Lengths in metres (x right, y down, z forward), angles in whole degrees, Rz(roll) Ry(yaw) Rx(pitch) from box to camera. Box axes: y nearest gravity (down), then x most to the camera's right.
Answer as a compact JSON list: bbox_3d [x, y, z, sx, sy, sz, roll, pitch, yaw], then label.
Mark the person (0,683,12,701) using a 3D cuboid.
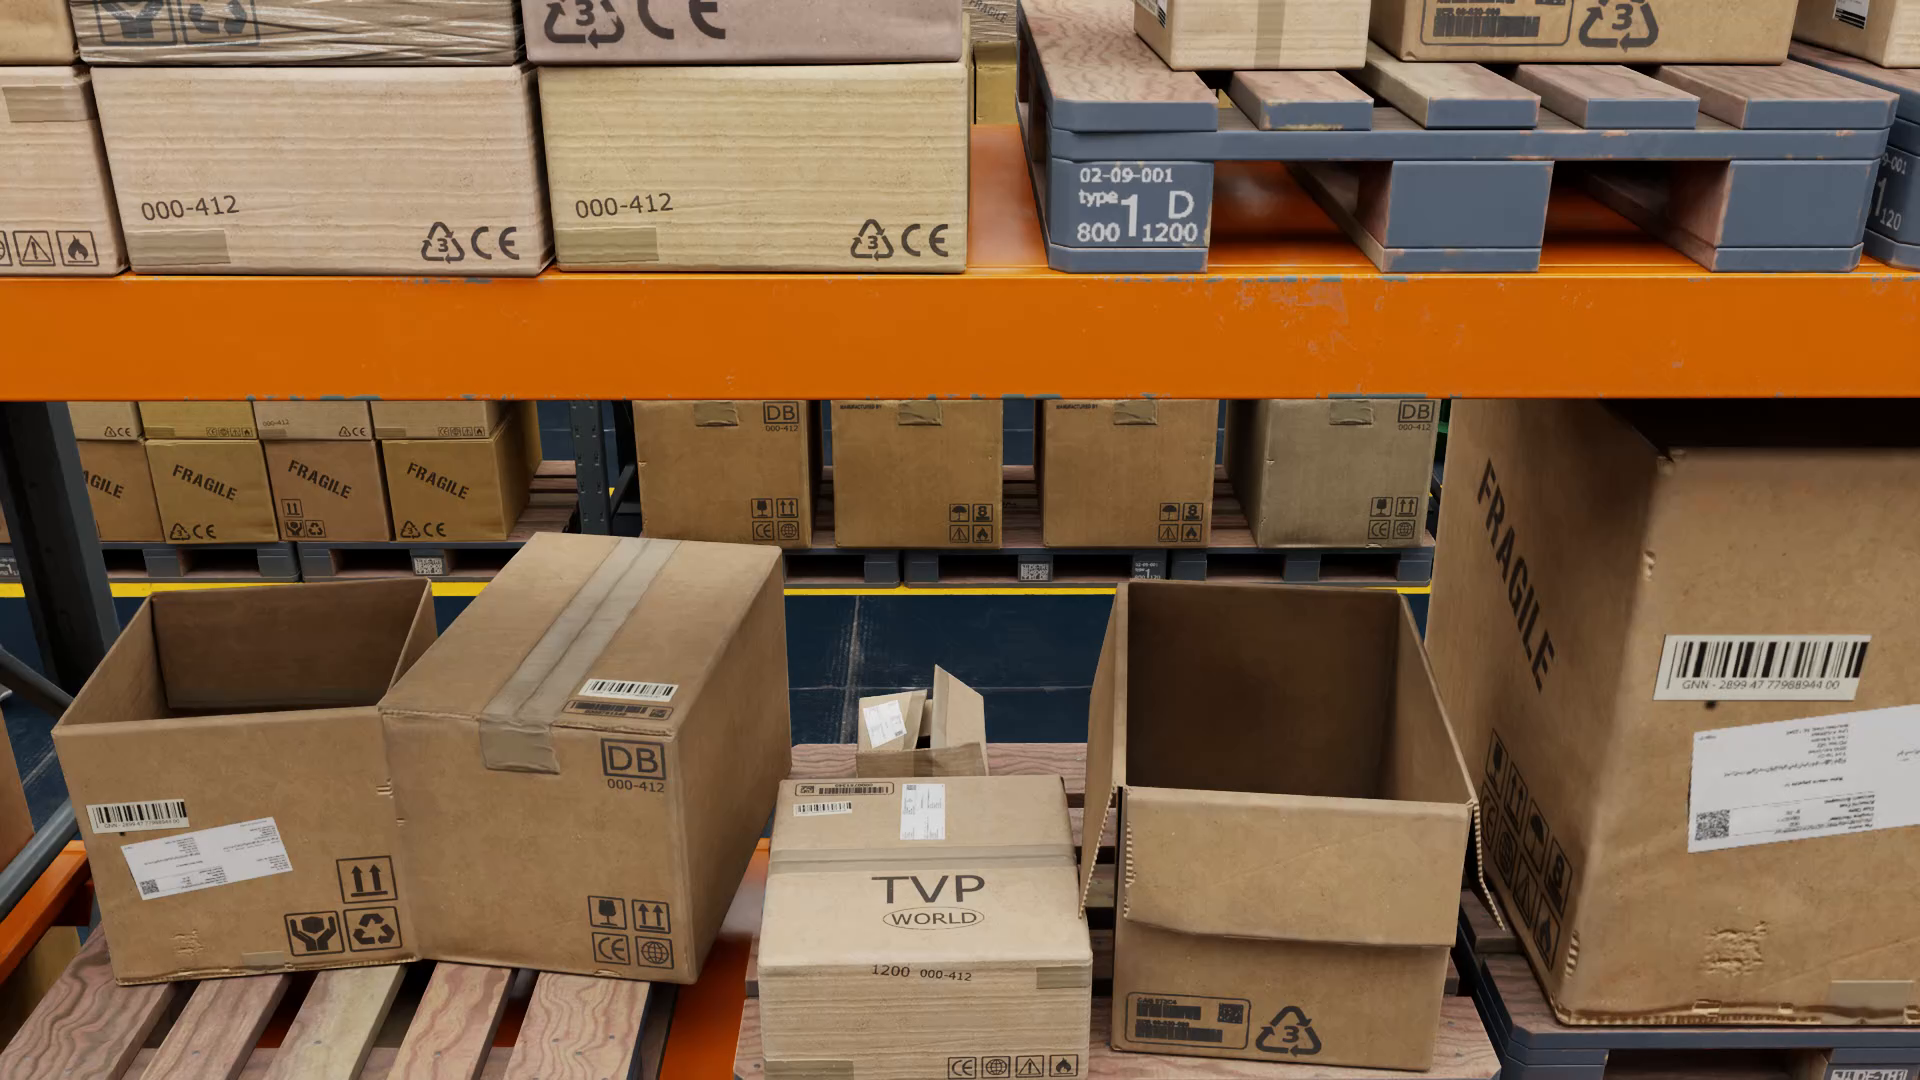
[{"bbox_3d":[-4.116,-0.096,6.319,0.675,1.741,0.461,1,24,1],"label":"person"}]
